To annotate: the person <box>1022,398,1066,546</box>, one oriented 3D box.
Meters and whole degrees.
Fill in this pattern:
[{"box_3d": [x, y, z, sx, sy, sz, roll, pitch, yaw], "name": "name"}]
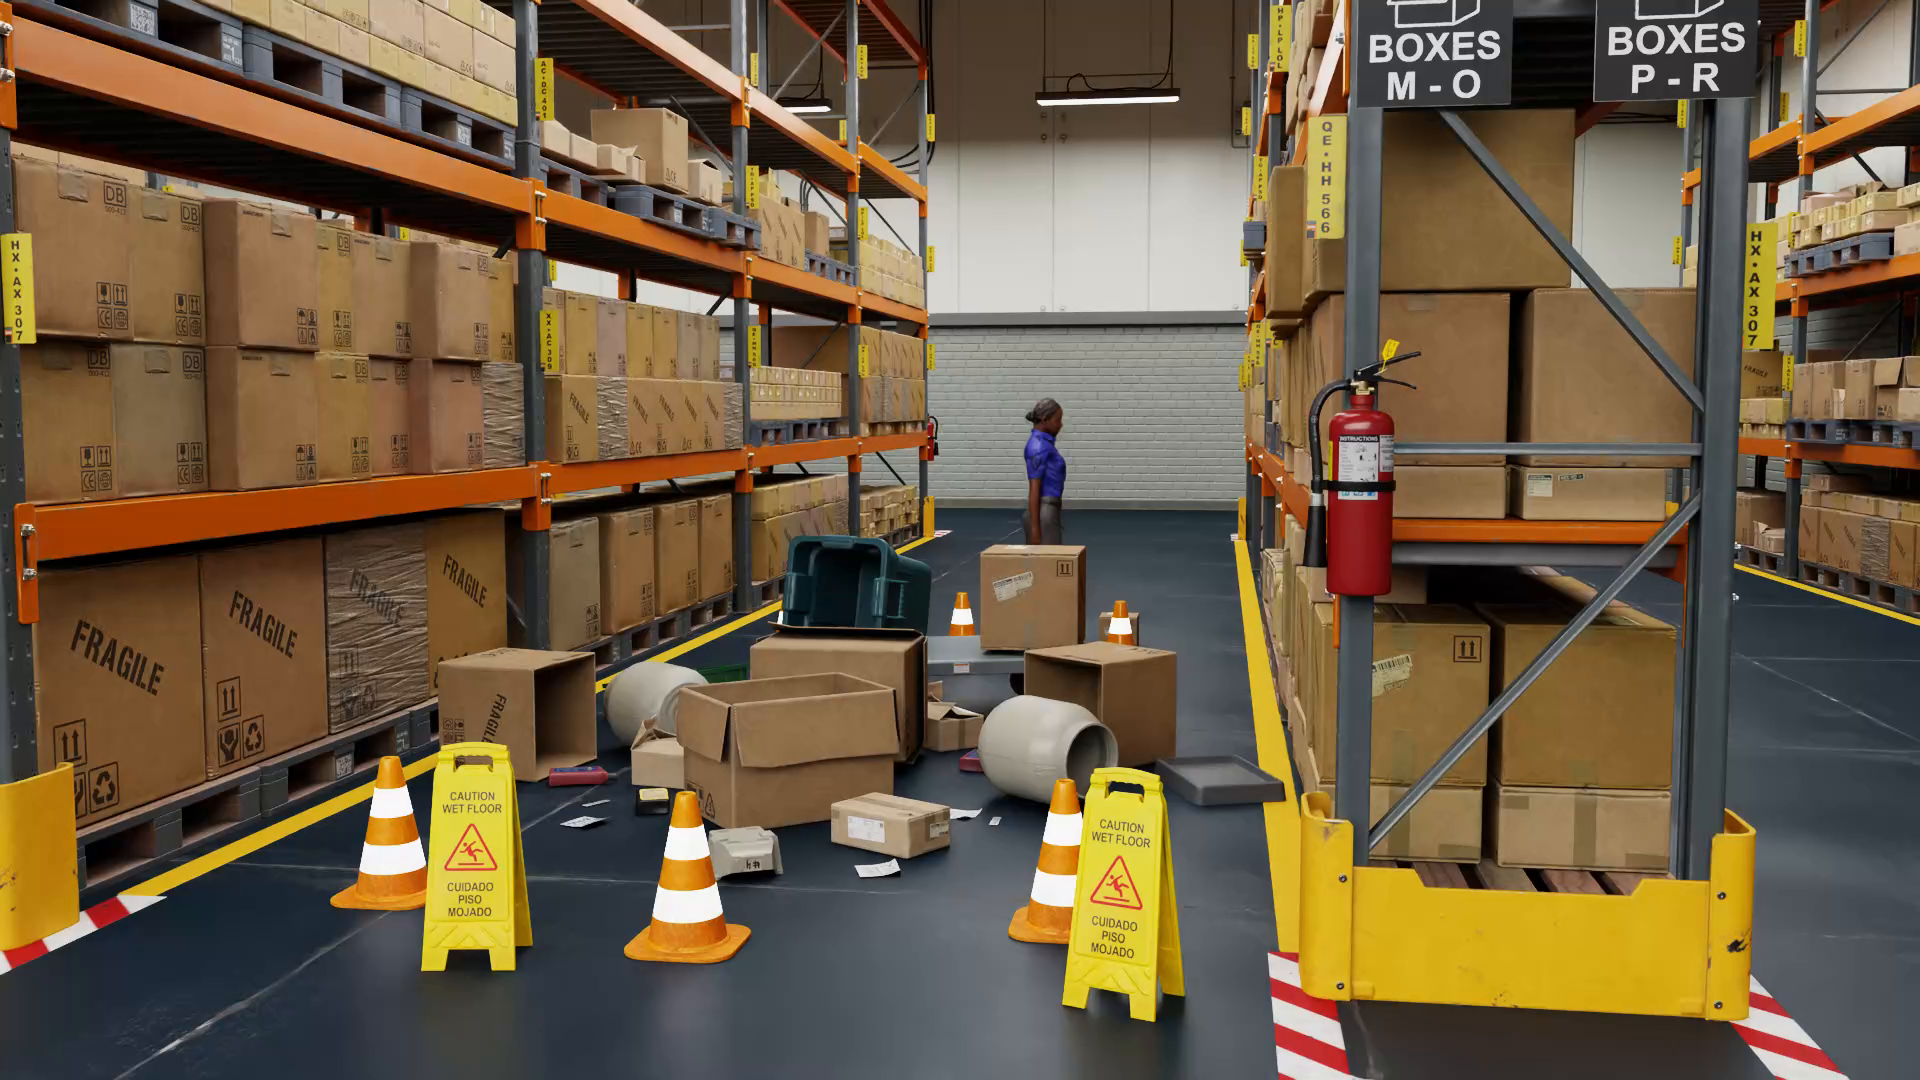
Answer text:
[{"box_3d": [0.594, -0.105, 11.044, 0.370, 1.675, 0.543, 0, 5, 2], "name": "person"}]
